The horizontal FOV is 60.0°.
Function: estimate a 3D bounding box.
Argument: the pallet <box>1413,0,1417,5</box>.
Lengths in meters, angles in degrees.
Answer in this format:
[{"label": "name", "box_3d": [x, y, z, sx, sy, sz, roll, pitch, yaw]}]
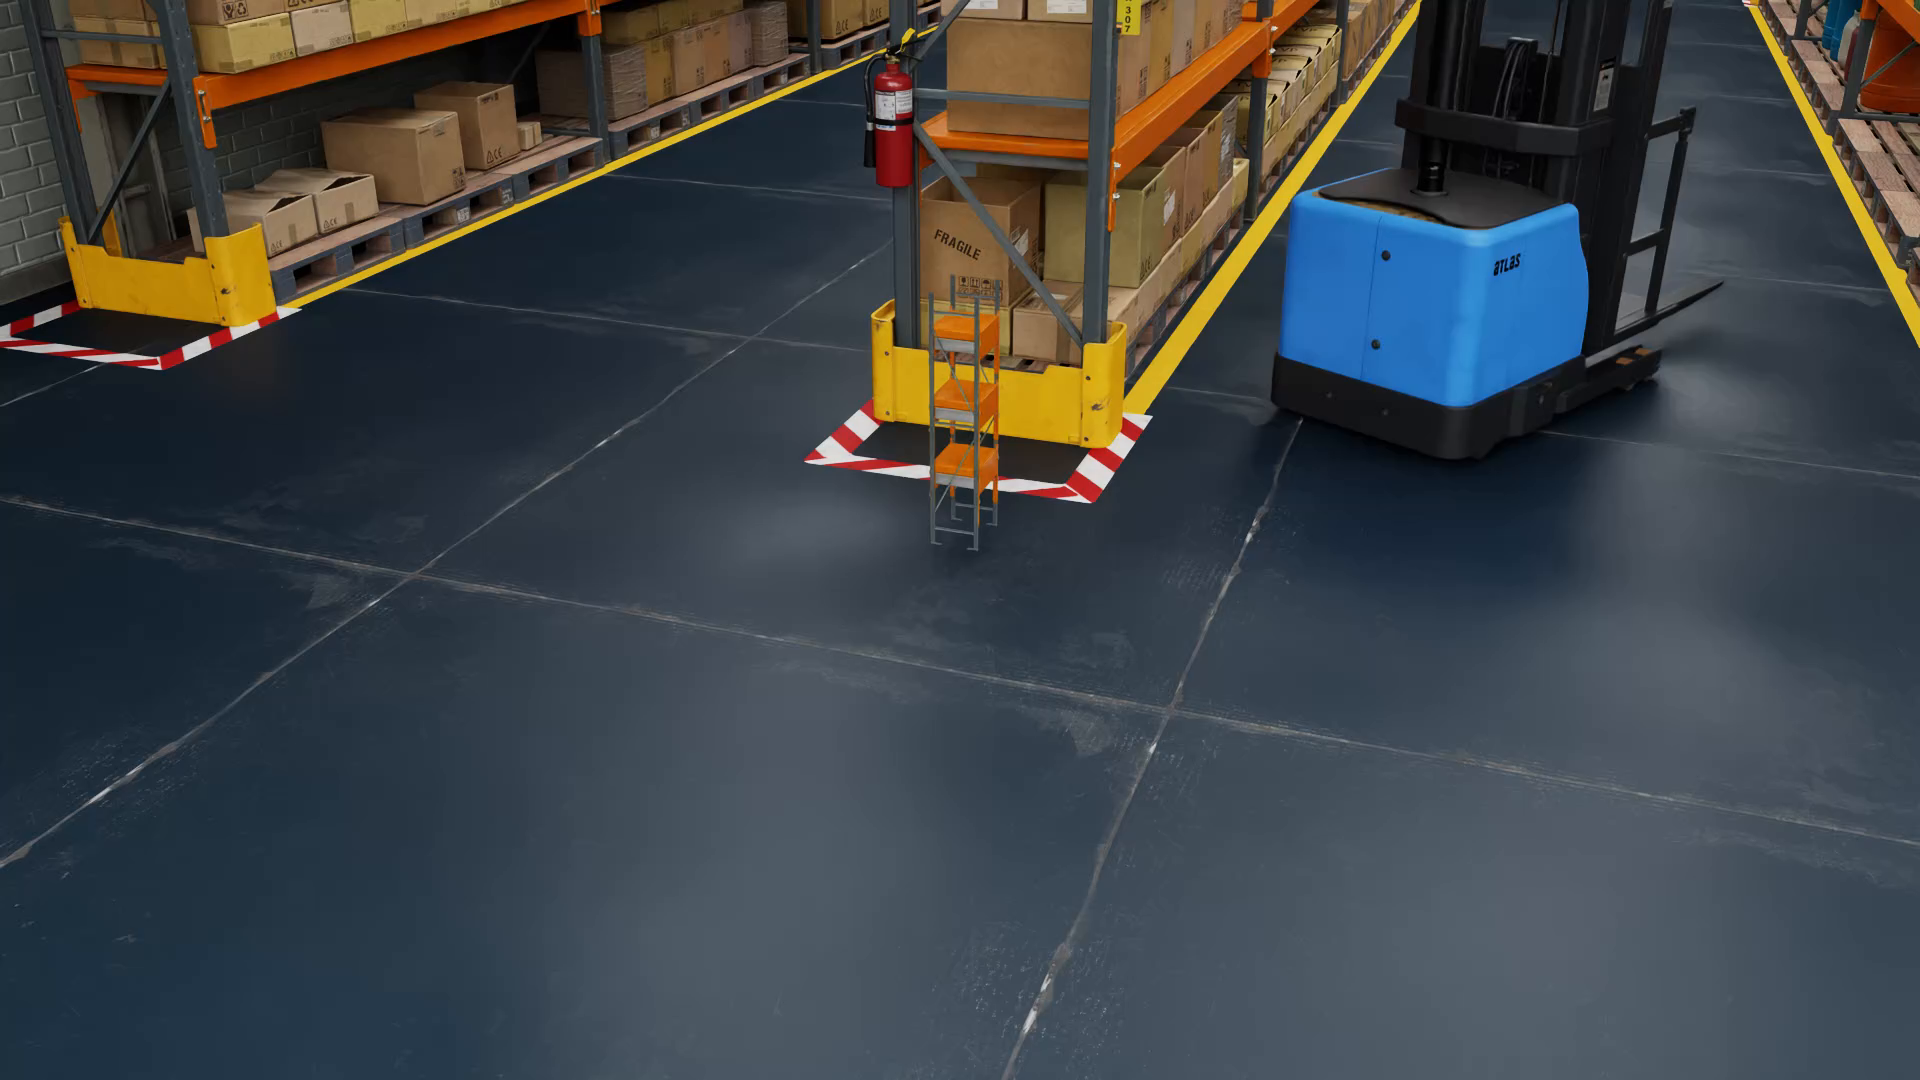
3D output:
[{"label": "pallet", "box_3d": [5.218, -6.887, 20.733, 1.003, 0.211, 1.213, 9, 27, 17]}]

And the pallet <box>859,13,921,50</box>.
[{"label": "pallet", "box_3d": [-1.086, -5.488, 17.843, 1.003, 0.211, 1.213, 9, 27, 17]}]

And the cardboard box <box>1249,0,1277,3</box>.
[{"label": "cardboard box", "box_3d": [2.002, -3.791, 11.427, 0.380, 0.149, 0.250, 9, 27, 17]}]

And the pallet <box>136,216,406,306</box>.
[{"label": "pallet", "box_3d": [-4.161, -1.748, 10.118, 1.003, 0.211, 1.213, 9, 27, 17]}]

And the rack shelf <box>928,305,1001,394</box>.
[{"label": "rack shelf", "box_3d": [0.018, -0.740, 6.448, 0.215, 0.259, 0.240, 9, 27, 17]}]

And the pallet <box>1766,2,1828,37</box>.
[{"label": "pallet", "box_3d": [9.459, -5.694, 18.267, 1.003, 0.211, 1.213, 9, 27, 17]}]

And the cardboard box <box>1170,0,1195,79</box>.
[{"label": "cardboard box", "box_3d": [0.863, -2.798, 8.972, 0.700, 0.500, 0.500, 10, 27, 19]}]

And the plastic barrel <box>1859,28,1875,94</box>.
[{"label": "plastic barrel", "box_3d": [7.765, -4.012, 13.967, 0.421, 0.512, 0.421, 0, 26, 0]}]

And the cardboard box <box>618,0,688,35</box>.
[{"label": "cardboard box", "box_3d": [-2.616, -4.398, 13.895, 0.500, 0.250, 0.500, 8, 27, 16]}]

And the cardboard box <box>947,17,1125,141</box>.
[{"label": "cardboard box", "box_3d": [0.351, -2.161, 7.657, 0.700, 0.500, 0.500, 9, 27, 17]}]

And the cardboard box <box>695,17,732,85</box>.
[{"label": "cardboard box", "box_3d": [-2.437, -4.297, 14.546, 0.700, 0.500, 0.500, 9, 27, 17]}]

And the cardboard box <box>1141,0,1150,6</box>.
[{"label": "cardboard box", "box_3d": [0.686, -2.604, 7.828, 0.380, 0.149, 0.250, 9, 27, 18]}]

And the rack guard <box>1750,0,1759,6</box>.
[{"label": "rack guard", "box_3d": [10.173, -6.668, 19.949, 1.175, 0.500, 0.348, 9, 27, 17]}]

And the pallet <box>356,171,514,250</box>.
[{"label": "pallet", "box_3d": [-3.753, -2.248, 11.150, 1.003, 0.211, 1.213, 9, 27, 17]}]

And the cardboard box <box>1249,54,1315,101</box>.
[{"label": "cardboard box", "box_3d": [2.397, -3.540, 12.648, 0.500, 0.311, 0.500, 10, 27, 19]}]

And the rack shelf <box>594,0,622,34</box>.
[{"label": "rack shelf", "box_3d": [-2.493, -4.785, 14.016, 1.077, 0.370, 4.000, 9, 27, 17]}]

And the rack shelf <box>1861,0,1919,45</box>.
[{"label": "rack shelf", "box_3d": [6.850, -3.348, 11.049, 1.077, 0.370, 4.000, 9, 27, 17]}]

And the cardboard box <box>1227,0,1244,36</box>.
[{"label": "cardboard box", "box_3d": [1.372, -3.432, 10.281, 0.700, 0.500, 0.500, 8, 27, 16]}]

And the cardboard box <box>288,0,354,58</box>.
[{"label": "cardboard box", "box_3d": [-3.868, -2.955, 9.559, 0.500, 0.250, 0.500, 8, 27, 16]}]

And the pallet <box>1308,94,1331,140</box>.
[{"label": "pallet", "box_3d": [2.535, -3.626, 13.997, 1.003, 0.211, 1.213, 9, 27, 17]}]

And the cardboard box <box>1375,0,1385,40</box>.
[{"label": "cardboard box", "box_3d": [3.943, -5.278, 16.573, 0.500, 0.500, 0.500, 9, 27, 18]}]

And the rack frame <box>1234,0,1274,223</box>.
[{"label": "rack frame", "box_3d": [1.514, -3.570, 10.681, 1.000, 3.000, 0.127, 9, 27, 17]}]

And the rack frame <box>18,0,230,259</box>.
[{"label": "rack frame", "box_3d": [-4.489, -2.643, 8.767, 1.000, 3.000, 0.127, 9, 27, 17]}]

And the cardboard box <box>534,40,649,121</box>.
[{"label": "cardboard box", "box_3d": [-2.929, -3.665, 13.240, 0.700, 0.500, 0.500, 10, 27, 19]}]

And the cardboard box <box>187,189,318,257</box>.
[{"label": "cardboard box", "box_3d": [-4.174, -1.902, 9.817, 0.500, 0.311, 0.500, 6, 26, 12]}]

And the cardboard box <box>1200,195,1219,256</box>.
[{"label": "cardboard box", "box_3d": [1.238, -1.888, 9.880, 0.500, 0.250, 0.500, 9, 27, 17]}]

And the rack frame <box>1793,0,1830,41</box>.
[{"label": "rack frame", "box_3d": [8.846, -6.138, 15.985, 1.000, 3.000, 0.127, 9, 27, 17]}]

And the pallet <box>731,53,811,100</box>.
[{"label": "pallet", "box_3d": [-2.089, -4.355, 15.502, 1.003, 0.211, 1.213, 9, 27, 17]}]

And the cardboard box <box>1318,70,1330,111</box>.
[{"label": "cardboard box", "box_3d": [2.732, -3.701, 13.626, 0.500, 0.250, 0.500, 8, 27, 17]}]

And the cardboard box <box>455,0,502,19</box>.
[{"label": "cardboard box", "box_3d": [-3.357, -3.577, 10.846, 0.500, 0.250, 0.500, 9, 27, 17]}]

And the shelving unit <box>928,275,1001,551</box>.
[{"label": "shelving unit", "box_3d": [0.018, -0.495, 6.567, 0.215, 1.050, 0.252, 9, 27, 17]}]

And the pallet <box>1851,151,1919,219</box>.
[{"label": "pallet", "box_3d": [6.813, -2.427, 11.519, 1.003, 0.211, 1.213, 9, 27, 17]}]

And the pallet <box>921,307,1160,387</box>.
[{"label": "pallet", "box_3d": [0.398, -0.992, 8.556, 1.003, 0.211, 1.213, 9, 27, 17]}]

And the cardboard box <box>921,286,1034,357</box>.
[{"label": "cardboard box", "box_3d": [0.083, -1.141, 8.338, 0.500, 0.250, 0.500, 9, 27, 17]}]

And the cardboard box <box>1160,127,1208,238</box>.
[{"label": "cardboard box", "box_3d": [1.073, -2.019, 9.292, 0.500, 0.500, 0.500, 9, 27, 17]}]

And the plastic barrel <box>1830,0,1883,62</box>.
[{"label": "plastic barrel", "box_3d": [8.413, -4.870, 15.293, 0.600, 0.901, 0.708, 9, 27, 17]}]

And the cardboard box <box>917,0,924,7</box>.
[{"label": "cardboard box", "box_3d": [-0.883, -6.144, 17.983, 0.750, 0.750, 0.750, 10, 27, 19]}]

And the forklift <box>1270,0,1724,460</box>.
[{"label": "forklift", "box_3d": [2.903, -2.209, 7.948, 3.031, 2.935, 1.130, -22, 34, -38]}]

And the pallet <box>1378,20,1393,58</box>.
[{"label": "pallet", "box_3d": [3.941, -5.263, 17.377, 1.003, 0.211, 1.213, 9, 27, 17]}]

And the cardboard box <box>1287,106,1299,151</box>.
[{"label": "cardboard box", "box_3d": [2.223, -3.074, 12.331, 0.500, 0.250, 0.500, 8, 27, 16]}]

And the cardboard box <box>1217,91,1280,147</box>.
[{"label": "cardboard box", "box_3d": [1.887, -2.908, 11.343, 0.500, 0.311, 0.500, 9, 27, 18]}]

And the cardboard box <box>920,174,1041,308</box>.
[{"label": "cardboard box", "box_3d": [0.081, -1.479, 8.175, 0.500, 0.500, 0.500, 9, 27, 17]}]

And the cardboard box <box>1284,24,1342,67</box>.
[{"label": "cardboard box", "box_3d": [2.903, -4.167, 13.944, 0.500, 0.311, 0.500, 9, 27, 19]}]

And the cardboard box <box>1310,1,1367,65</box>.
[{"label": "cardboard box", "box_3d": [3.435, -4.648, 15.272, 0.500, 0.500, 0.500, 8, 27, 16]}]

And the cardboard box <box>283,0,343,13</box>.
[{"label": "cardboard box", "box_3d": [-3.873, -3.276, 9.363, 0.500, 0.500, 0.500, 9, 27, 18]}]

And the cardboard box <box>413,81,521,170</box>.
[{"label": "cardboard box", "box_3d": [-3.466, -2.928, 11.718, 0.500, 0.500, 0.500, 7, 27, 14]}]

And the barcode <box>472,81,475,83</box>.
[{"label": "barcode", "box_3d": [-3.564, -3.317, 12.155, 0.001, 0.075, 0.075, 9, 27, 17]}]

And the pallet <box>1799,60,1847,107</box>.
[{"label": "pallet", "box_3d": [8.146, -4.069, 14.911, 1.003, 0.211, 1.213, 9, 27, 17]}]

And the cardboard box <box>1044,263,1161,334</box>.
[{"label": "cardboard box", "box_3d": [0.734, -1.272, 8.608, 0.500, 0.250, 0.500, 9, 27, 17]}]
